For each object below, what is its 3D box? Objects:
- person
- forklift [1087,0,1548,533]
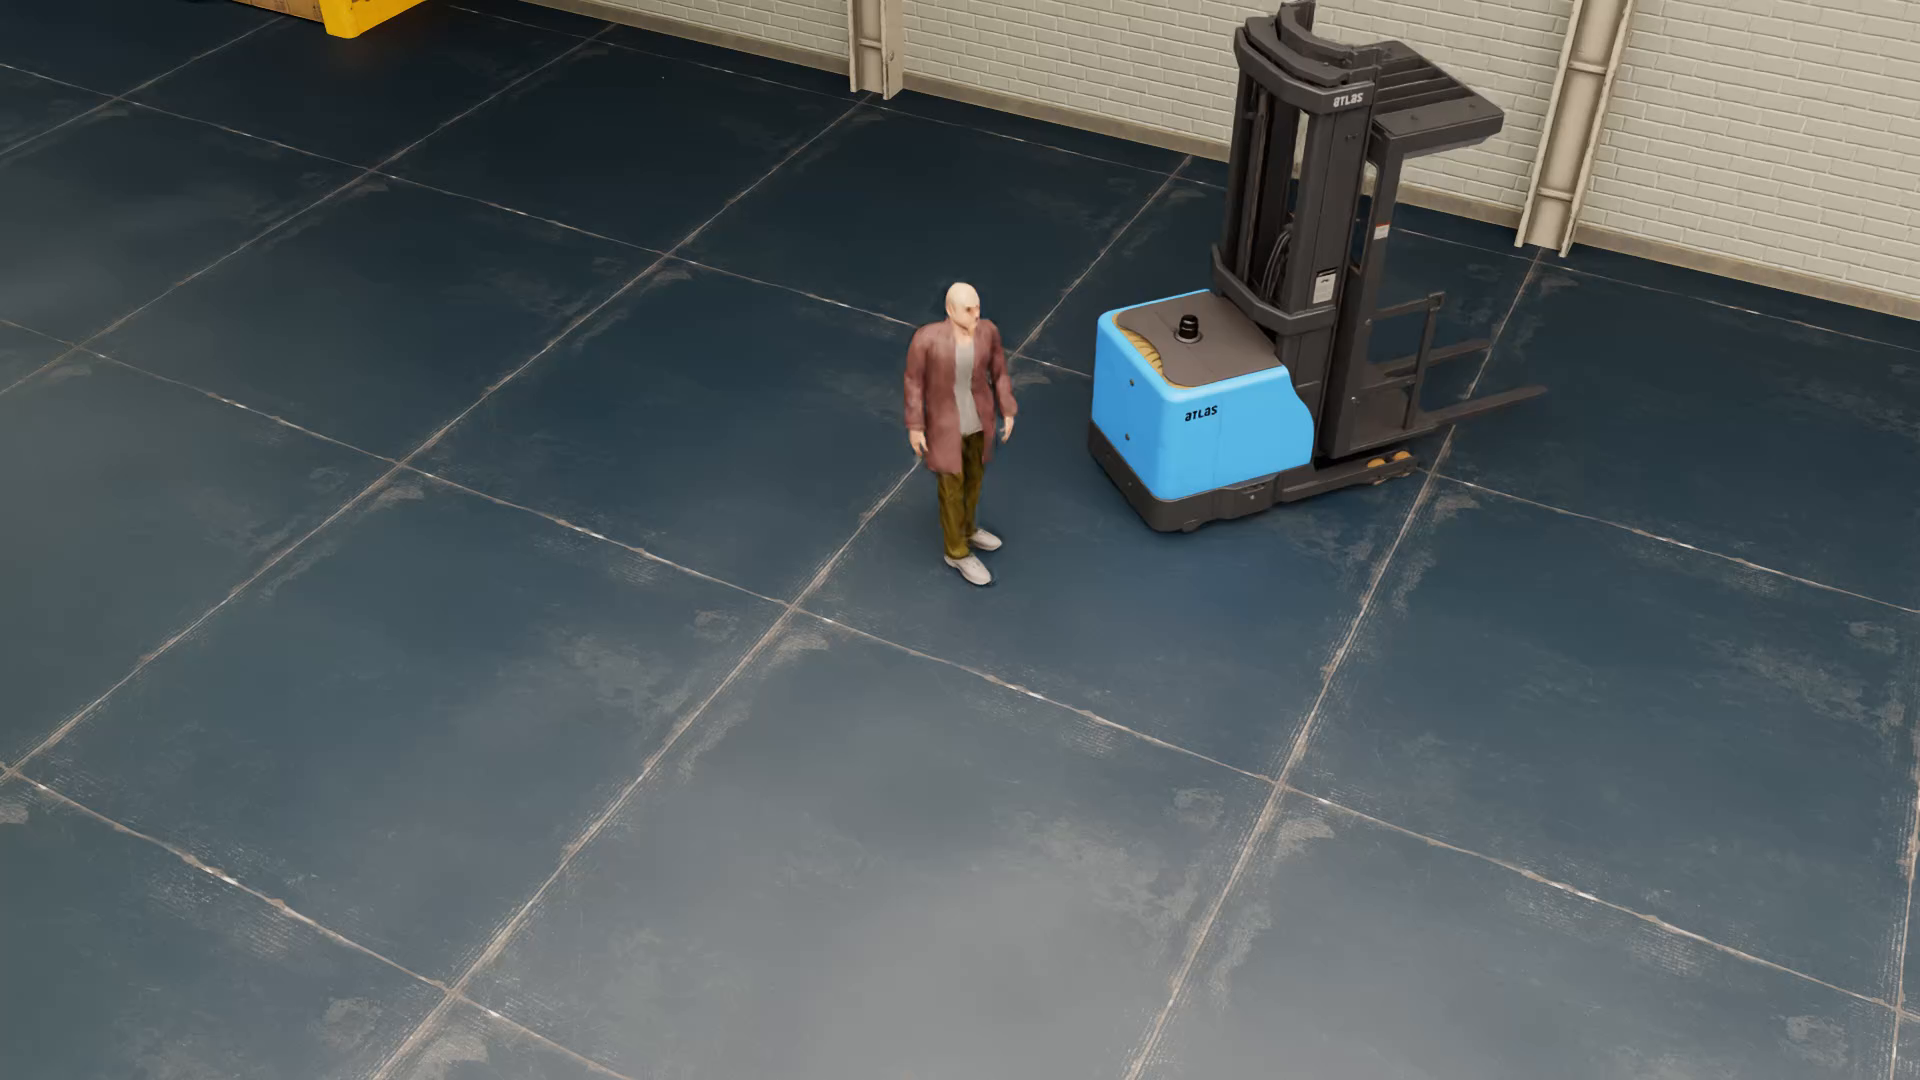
[{"bbox_3d":[0.059,-0.598,9.583,0.700,1.775,0.671,-15,42,-17],"label":"person"},{"bbox_3d":[2.402,-1.779,10.099,3.031,2.935,1.130,-15,42,-17],"label":"forklift"}]
